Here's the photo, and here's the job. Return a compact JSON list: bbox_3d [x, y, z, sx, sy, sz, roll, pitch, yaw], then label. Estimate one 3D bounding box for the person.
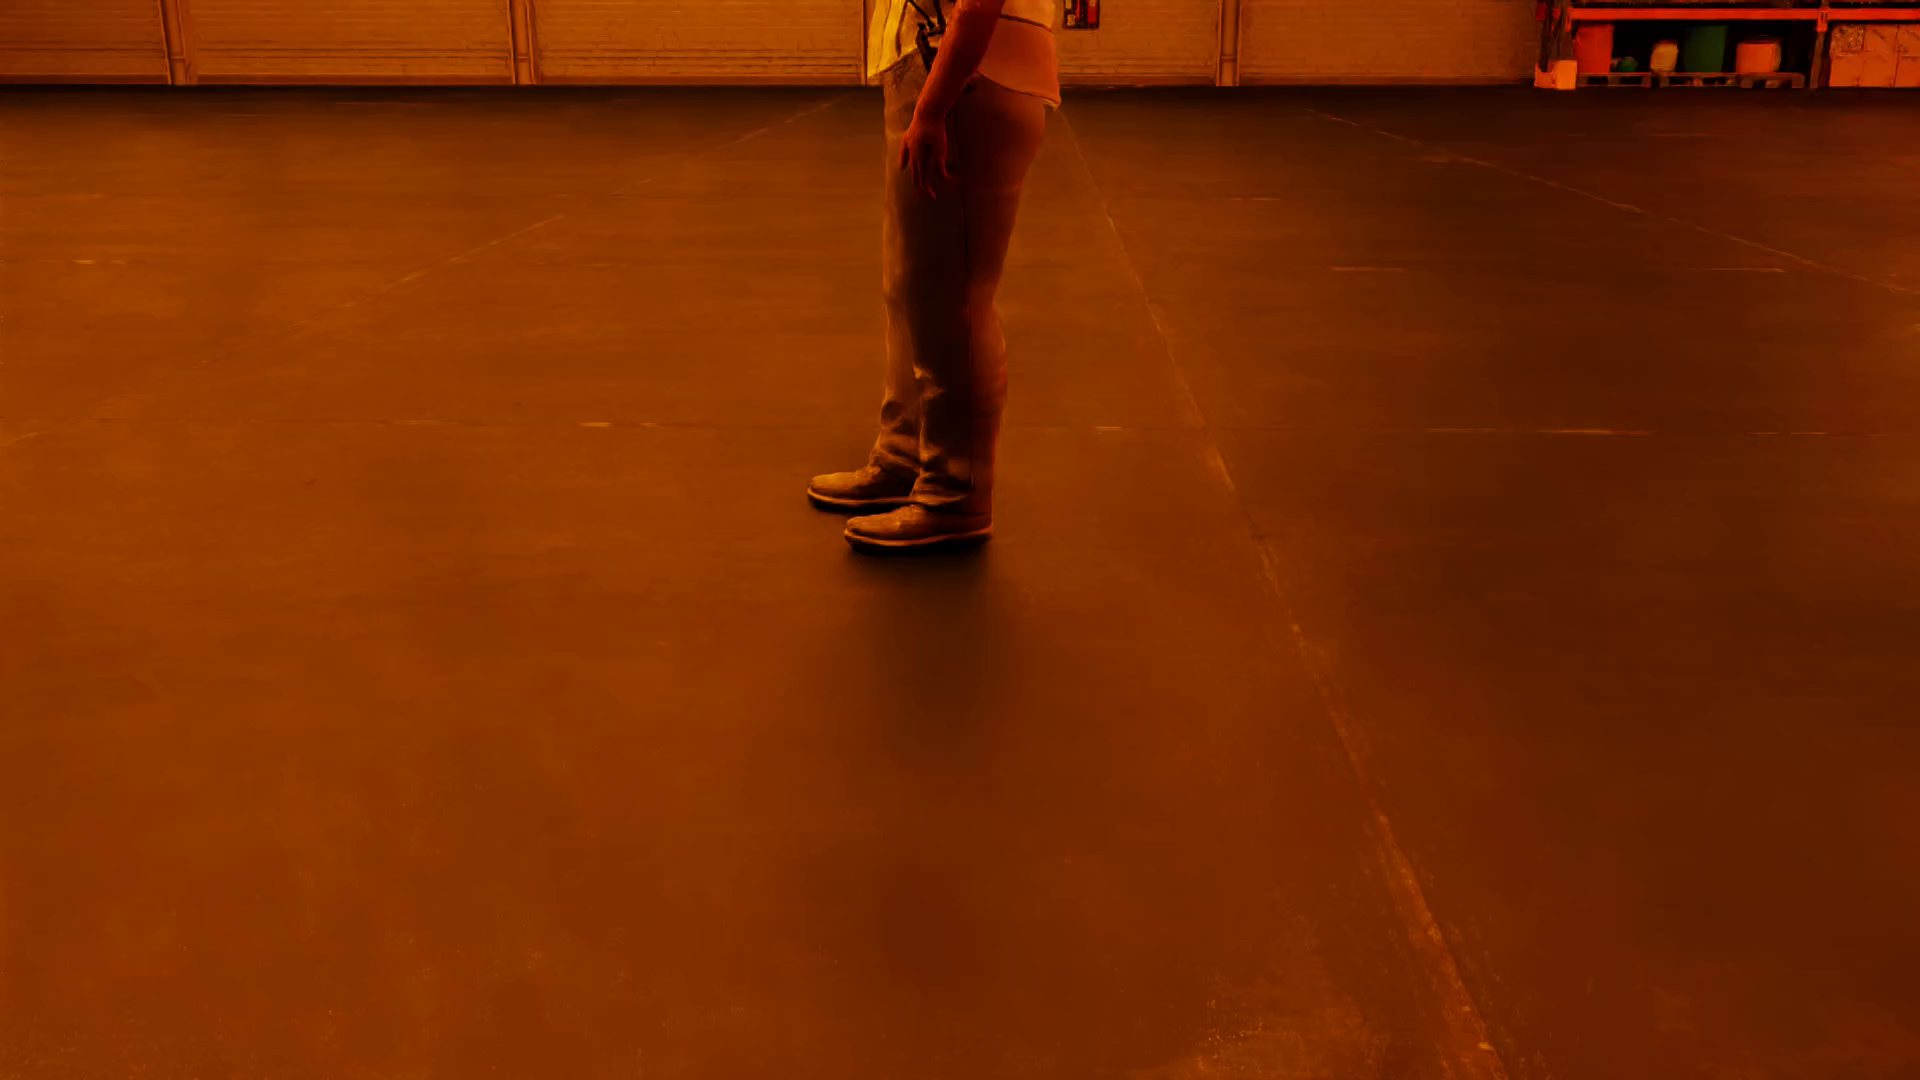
[{"bbox_3d":[-0.076,-0.810,3.147,0.529,1.669,0.598,1,17,2],"label":"person"}]
